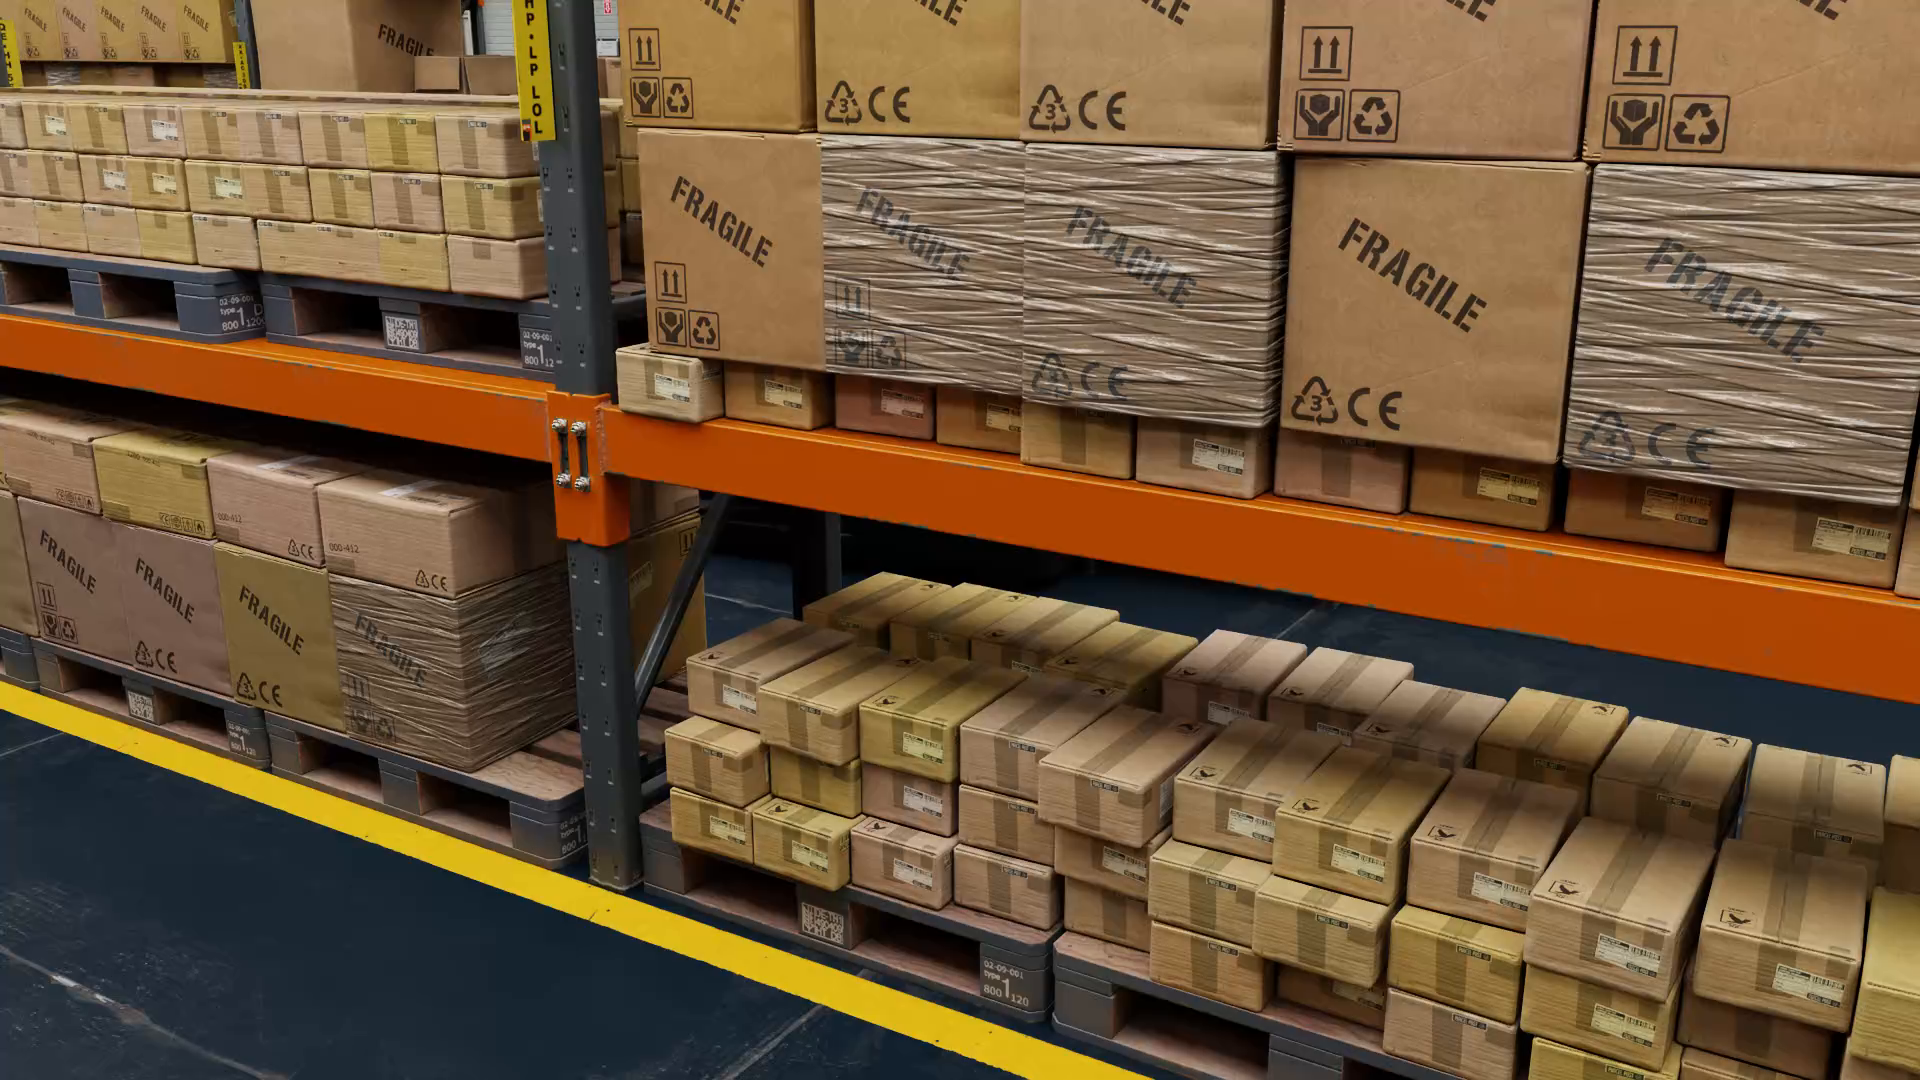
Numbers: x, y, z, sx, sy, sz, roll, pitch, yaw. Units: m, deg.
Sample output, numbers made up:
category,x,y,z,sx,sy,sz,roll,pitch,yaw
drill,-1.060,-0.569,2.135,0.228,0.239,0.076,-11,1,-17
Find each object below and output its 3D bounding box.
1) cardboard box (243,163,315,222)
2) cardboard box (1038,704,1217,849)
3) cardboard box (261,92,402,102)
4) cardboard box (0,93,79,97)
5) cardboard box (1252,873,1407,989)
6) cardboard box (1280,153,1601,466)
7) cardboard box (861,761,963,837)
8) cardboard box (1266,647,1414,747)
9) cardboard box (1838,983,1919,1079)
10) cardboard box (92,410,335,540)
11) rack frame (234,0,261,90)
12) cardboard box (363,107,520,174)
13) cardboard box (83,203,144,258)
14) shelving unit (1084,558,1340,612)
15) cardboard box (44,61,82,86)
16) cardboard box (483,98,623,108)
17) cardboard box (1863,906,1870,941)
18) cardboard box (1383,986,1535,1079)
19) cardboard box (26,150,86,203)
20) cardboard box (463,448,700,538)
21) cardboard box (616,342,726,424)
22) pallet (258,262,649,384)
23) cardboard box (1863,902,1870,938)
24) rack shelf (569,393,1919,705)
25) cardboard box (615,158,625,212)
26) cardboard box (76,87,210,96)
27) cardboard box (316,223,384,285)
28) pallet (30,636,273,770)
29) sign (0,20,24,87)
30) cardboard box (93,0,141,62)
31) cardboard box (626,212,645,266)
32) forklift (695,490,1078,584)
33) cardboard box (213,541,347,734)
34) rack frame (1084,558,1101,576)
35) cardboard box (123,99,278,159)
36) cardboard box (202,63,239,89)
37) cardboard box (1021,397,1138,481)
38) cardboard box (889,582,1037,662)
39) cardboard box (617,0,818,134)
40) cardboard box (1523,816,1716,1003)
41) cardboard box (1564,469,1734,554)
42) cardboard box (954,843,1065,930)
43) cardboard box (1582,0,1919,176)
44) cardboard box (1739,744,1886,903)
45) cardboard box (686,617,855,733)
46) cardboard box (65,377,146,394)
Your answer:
category,x,y,z,sx,sy,sz,roll,pitch,yaw
cardboard box,-1.777,-0.996,4.696,0.250,0.149,0.380,9,19,28
cardboard box,0.374,0.516,3.681,0.250,0.149,0.380,11,20,31
cardboard box,-2.093,-1.418,5.575,0.250,0.149,0.380,11,20,32
cardboard box,-3.118,-1.379,5.445,0.250,0.149,0.380,9,19,28
cardboard box,0.795,0.745,3.440,0.250,0.149,0.380,10,20,31
cardboard box,0.934,-0.461,3.055,0.500,0.500,0.500,11,20,33
cardboard box,-0.034,0.557,4.056,0.250,0.149,0.380,10,20,30
cardboard box,0.925,0.406,4.042,0.250,0.149,0.380,9,19,28
cardboard box,1.701,0.899,2.932,0.250,0.149,0.380,9,19,28
cardboard box,-2.320,-0.215,5.216,0.500,0.250,0.500,9,19,28
rack frame,-4.800,-3.072,12.334,0.127,3.000,1.000,10,20,30
cardboard box,-1.338,-1.061,4.399,0.250,0.149,0.380,9,19,28
cardboard box,-2.445,-0.972,5.131,0.250,0.149,0.380,9,19,28
shelving unit,1.094,-0.391,6.732,1.048,1.125,0.538,8,19,26
cardboard box,-6.861,-3.647,13.543,0.500,0.500,0.875,10,20,30
cardboard box,-1.217,-1.262,5.061,0.250,0.149,0.380,10,20,31
cardboard box,1.973,0.773,3.347,0.250,0.149,0.380,10,20,31
cardboard box,1.044,0.921,3.370,0.250,0.149,0.380,11,20,31
cardboard box,-2.668,-1.155,5.220,0.250,0.149,0.380,10,20,30
cardboard box,-1.156,-0.184,5.113,0.500,0.250,0.500,9,19,28
cardboard box,-0.594,-0.398,3.962,0.250,0.149,0.380,11,20,32
pallet,-1.240,-0.703,4.864,1.213,0.211,1.003,10,20,30
cardboard box,1.824,0.849,3.609,0.250,0.149,0.380,10,20,31
rack shelf,1.040,0.006,3.438,4.000,0.370,1.077,10,20,30
cardboard box,-0.981,-1.078,4.967,0.250,0.149,0.380,10,19,29
cardboard box,-2.979,-1.576,6.096,0.250,0.149,0.380,11,20,32
cardboard box,-1.539,-0.812,4.603,0.250,0.149,0.380,10,20,30
pallet,-2.372,0.389,5.739,1.213,0.211,1.003,10,20,30
sign,-3.797,-1.903,6.628,0.005,0.325,0.100,10,20,30
cardboard box,-6.179,-3.893,12.632,0.500,0.500,0.500,10,20,30
cardboard box,-0.759,-0.897,4.882,0.250,0.149,0.380,9,19,27
forklift,-0.831,-1.483,7.222,3.031,2.935,1.130,7,18,22
cardboard box,-1.864,0.225,5.059,0.500,0.500,0.500,10,19,29
rack frame,0.640,-0.457,6.952,0.032,1.125,0.500,8,19,26
cardboard box,-2.219,-1.219,4.919,0.250,0.149,0.380,9,19,28
cardboard box,-5.151,-3.346,12.552,0.500,0.500,0.875,10,20,30
cardboard box,0.329,-0.252,3.482,0.250,0.149,0.380,11,20,31
cardboard box,0.013,0.255,4.540,0.250,0.149,0.380,10,20,31
cardboard box,-0.407,-1.182,3.707,0.500,0.500,0.500,11,20,31
cardboard box,1.244,0.684,3.126,0.250,0.149,0.380,11,20,32
cardboard box,1.267,-0.111,3.018,0.250,0.149,0.380,9,19,28
cardboard box,0.186,0.748,3.942,0.250,0.149,0.380,10,19,29
cardboard box,1.344,-0.864,2.662,0.500,0.500,0.500,11,20,33
cardboard box,1.775,0.581,3.465,0.250,0.149,0.380,9,19,27
cardboard box,-0.479,0.340,4.260,0.250,0.149,0.380,11,20,32
cardboard box,-2.917,-0.501,6.158,0.500,0.250,0.500,10,20,31
